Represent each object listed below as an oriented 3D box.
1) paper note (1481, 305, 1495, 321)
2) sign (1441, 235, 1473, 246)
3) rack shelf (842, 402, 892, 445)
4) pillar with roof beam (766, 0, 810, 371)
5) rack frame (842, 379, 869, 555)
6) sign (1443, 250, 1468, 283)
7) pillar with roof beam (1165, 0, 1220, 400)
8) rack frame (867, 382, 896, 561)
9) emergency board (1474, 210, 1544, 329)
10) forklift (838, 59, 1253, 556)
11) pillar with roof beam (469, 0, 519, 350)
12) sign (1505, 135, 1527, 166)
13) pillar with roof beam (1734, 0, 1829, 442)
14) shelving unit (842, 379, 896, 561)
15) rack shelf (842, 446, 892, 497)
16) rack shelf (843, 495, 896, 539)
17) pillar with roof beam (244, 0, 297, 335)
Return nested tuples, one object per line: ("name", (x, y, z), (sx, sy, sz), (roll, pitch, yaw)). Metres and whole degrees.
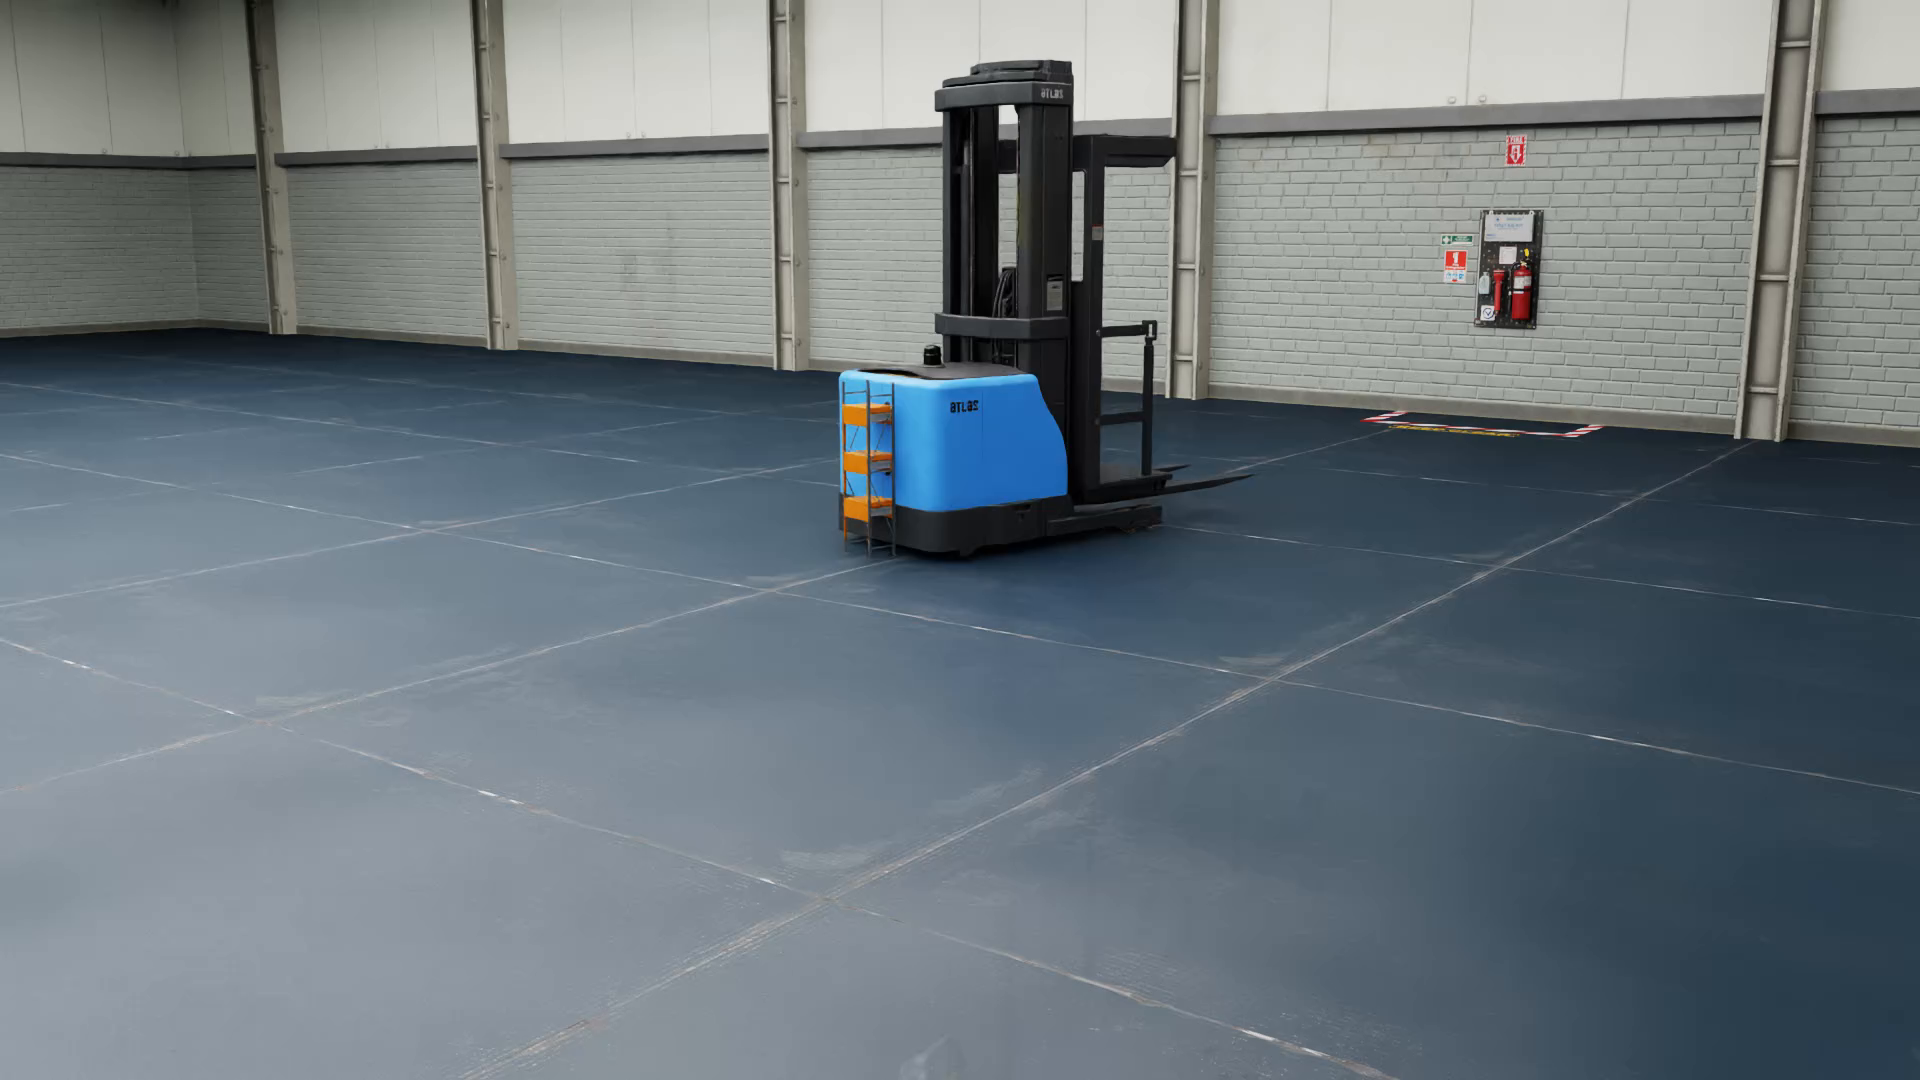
("paper note", (5.343, -2.297, 16.824), (0.142, 0.148, 0.016), (8, 13, 36))
("sign", (5.058, -3.053, 16.922), (0.331, 0.109, 0.001), (8, 13, 36))
("rack shelf", (-0.544, -0.689, 9.888), (0.215, 0.259, 0.240), (-9, 14, -39))
("pillar with roof beam", (-4.806, -6.051, 18.113), (0.400, 9.000, 9.100), (8, 13, 36))
("rack frame", (-0.623, -0.438, 10.031), (0.200, 1.050, 0.008), (-9, 14, -39))
("sign", (5.060, -2.794, 16.982), (0.234, 0.329, 0.001), (8, 13, 36))
("pillar with roof beam", (0.030, -5.376, 14.627), (0.400, 9.000, 9.100), (8, 13, 36))
("rack frame", (-0.466, -0.403, 9.848), (0.200, 1.050, 0.008), (-9, 14, -39))
("emergency board", (5.445, -2.699, 16.583), (0.643, 1.169, 0.194), (8, 13, 36))
("forklift", (0.693, -1.547, 10.810), (3.031, 2.935, 1.130), (-9, 14, -39))
("pillar with roof beam", (-9.642, -6.725, 21.600), (0.400, 9.000, 9.100), (8, 13, 36))
("sign", (5.497, -3.853, 16.446), (0.199, 0.298, 0.001), (8, 13, 36))
("pillar with roof beam", (4.866, -4.701, 11.140), (0.400, 9.000, 9.100), (8, 13, 36))
("shelving unit", (-0.544, -0.421, 9.940), (0.215, 1.050, 0.252), (-9, 14, -39))
("rack shelf", (-0.544, -0.410, 9.942), (0.215, 0.259, 0.240), (-9, 14, -39))
("rack shelf", (-0.544, -0.137, 9.994), (0.215, 0.259, 0.240), (-9, 14, -39))
("pillar with roof beam", (-14.478, -7.400, 25.087), (0.400, 9.000, 9.100), (8, 13, 36))
